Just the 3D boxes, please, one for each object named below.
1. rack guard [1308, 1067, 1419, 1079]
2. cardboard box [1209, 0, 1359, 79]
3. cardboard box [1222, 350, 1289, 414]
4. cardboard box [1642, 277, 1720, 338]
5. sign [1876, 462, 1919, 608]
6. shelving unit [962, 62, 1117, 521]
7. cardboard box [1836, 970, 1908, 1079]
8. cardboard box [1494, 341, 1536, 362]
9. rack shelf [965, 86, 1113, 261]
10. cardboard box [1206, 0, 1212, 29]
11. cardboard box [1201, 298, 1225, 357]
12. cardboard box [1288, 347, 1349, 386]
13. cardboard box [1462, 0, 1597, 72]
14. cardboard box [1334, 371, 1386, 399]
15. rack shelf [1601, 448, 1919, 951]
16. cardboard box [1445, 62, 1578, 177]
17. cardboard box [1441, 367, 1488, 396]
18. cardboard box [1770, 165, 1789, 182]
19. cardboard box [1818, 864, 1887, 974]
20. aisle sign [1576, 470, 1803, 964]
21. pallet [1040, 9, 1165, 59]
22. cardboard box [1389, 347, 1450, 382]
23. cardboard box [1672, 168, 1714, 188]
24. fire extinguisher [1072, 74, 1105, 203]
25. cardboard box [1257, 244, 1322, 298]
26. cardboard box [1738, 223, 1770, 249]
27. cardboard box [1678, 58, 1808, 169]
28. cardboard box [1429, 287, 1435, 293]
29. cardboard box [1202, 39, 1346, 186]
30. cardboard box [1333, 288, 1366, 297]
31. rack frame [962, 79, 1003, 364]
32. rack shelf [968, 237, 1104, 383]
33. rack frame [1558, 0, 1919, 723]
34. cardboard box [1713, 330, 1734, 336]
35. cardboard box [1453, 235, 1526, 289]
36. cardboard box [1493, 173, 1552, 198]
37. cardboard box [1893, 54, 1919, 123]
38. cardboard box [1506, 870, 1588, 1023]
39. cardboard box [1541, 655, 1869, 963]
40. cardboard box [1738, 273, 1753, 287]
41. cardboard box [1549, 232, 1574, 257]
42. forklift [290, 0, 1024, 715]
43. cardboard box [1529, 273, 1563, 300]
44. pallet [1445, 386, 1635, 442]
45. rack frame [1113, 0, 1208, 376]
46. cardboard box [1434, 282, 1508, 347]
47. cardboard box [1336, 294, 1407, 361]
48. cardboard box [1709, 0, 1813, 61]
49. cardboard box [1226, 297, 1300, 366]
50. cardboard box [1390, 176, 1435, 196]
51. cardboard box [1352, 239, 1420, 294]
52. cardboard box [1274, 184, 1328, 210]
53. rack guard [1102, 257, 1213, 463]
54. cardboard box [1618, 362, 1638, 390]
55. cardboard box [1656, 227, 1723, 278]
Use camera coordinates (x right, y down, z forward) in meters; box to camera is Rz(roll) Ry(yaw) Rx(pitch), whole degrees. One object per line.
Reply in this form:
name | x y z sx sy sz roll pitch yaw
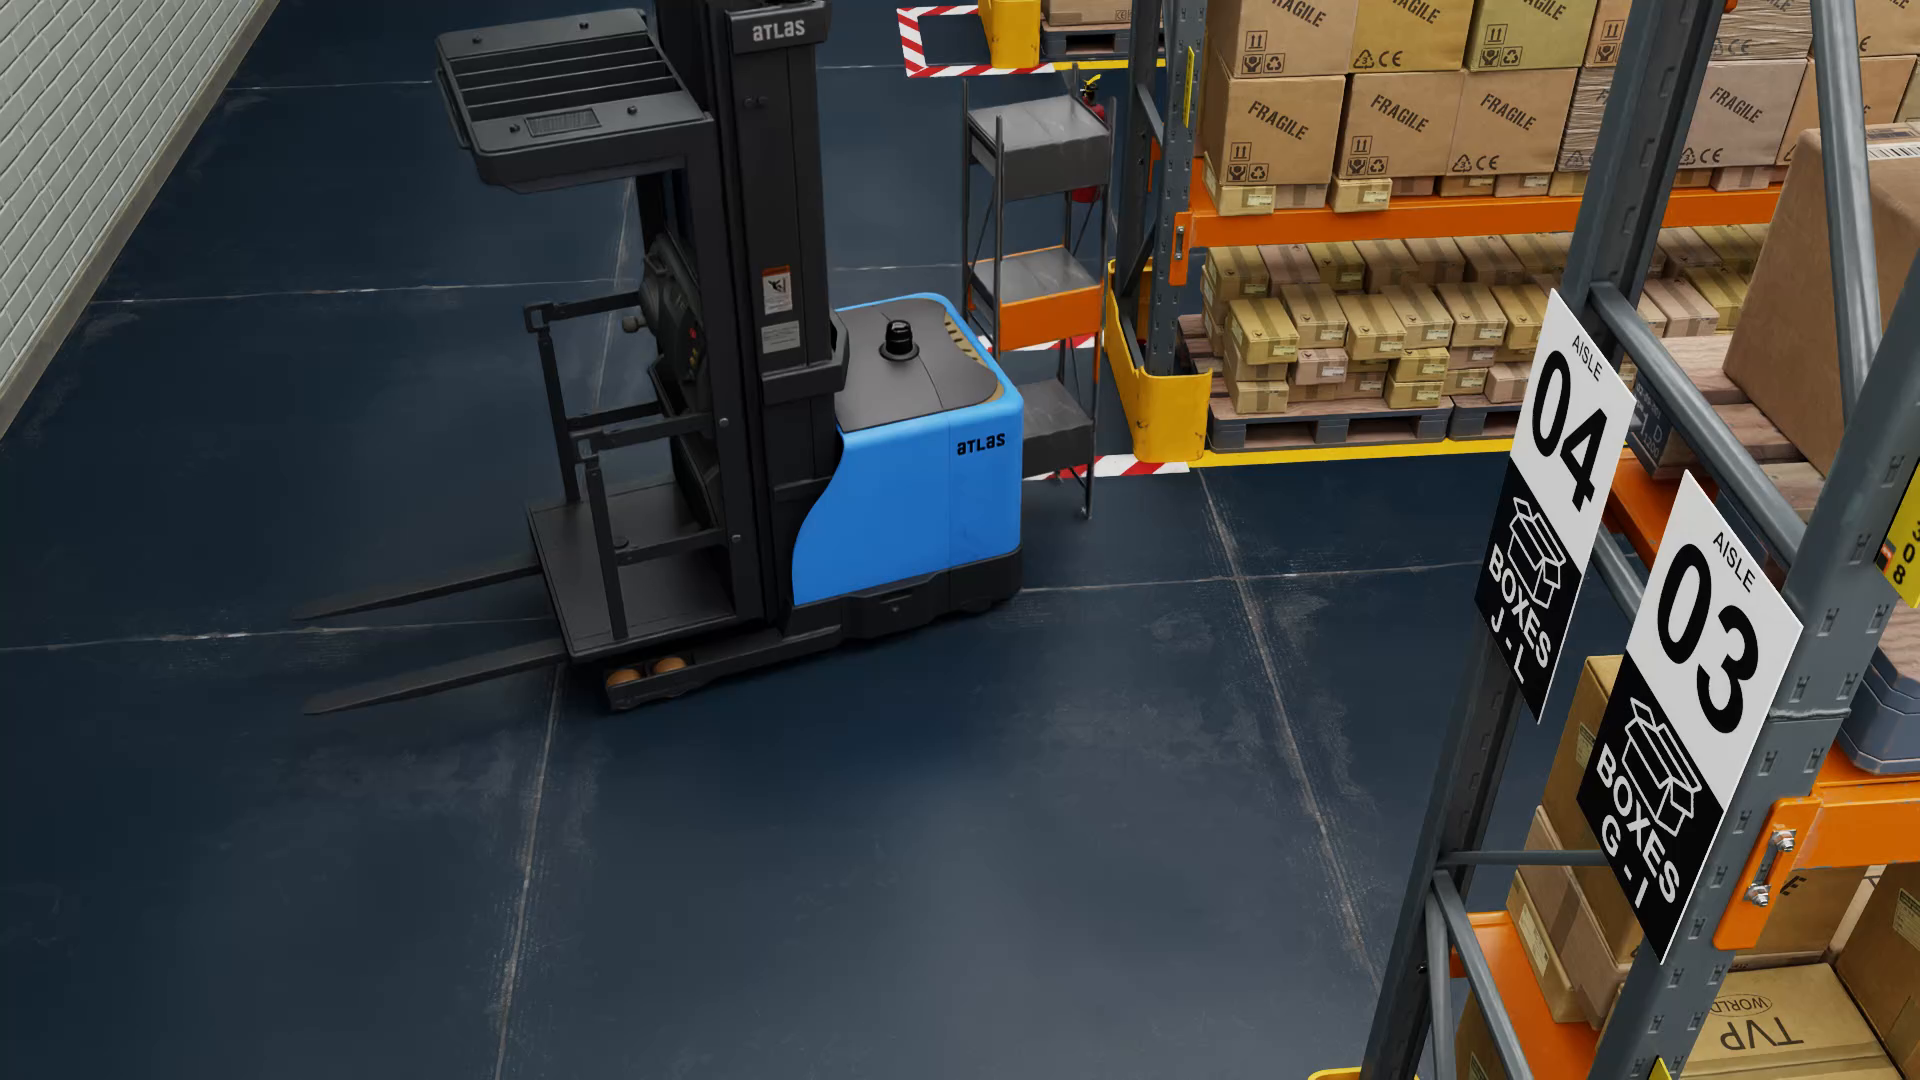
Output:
rack guard | 1.236 2.129 4.648 0.348 0.500 1.175 -3 38 -4
cardboard box | 1.392 -2.329 7.152 0.500 0.500 0.500 -3 38 -4
cardboard box | 1.471 -0.796 8.300 0.250 0.149 0.380 -2 38 -3
cardboard box | 3.549 -1.144 8.260 0.250 0.149 0.380 -5 39 -6
sign | 1.303 -0.063 2.217 0.005 0.325 0.100 -3 38 -4
shelving unit | 0.314 -0.978 7.295 0.503 2.100 0.431 -14 40 -17
cardboard box | 2.279 1.196 3.693 0.500 0.250 0.500 -4 38 -5
cardboard box | 2.767 -1.061 8.396 0.250 0.149 0.380 -1 38 -2
rack shelf | 0.314 -1.517 6.869 0.480 0.518 0.431 -14 40 -17
cardboard box | 1.355 -2.647 7.555 0.500 0.500 0.500 -4 38 -5
cardboard box | 1.427 -1.123 8.714 0.250 0.149 0.380 -3 38 -3
cardboard box | 1.744 -0.932 8.233 0.250 0.149 0.380 -3 38 -4
cardboard box | 2.414 -2.375 7.211 0.500 0.500 0.500 -4 38 -5
cardboard box | 1.972 -0.879 8.405 0.250 0.149 0.380 -3 38 -3
rack shelf | 3.252 0.141 3.308 4.000 0.370 1.077 -3 38 -4
cardboard box | 2.413 -1.994 7.535 0.500 0.500 0.500 -3 38 -3
cardboard box | 2.482 -0.898 8.429 0.250 0.149 0.380 -3 38 -4
cardboard box | 3.860 -1.849 7.875 0.250 0.149 0.380 -4 38 -5
cardboard box | 2.224 0.871 4.106 0.500 0.250 0.500 -4 38 -5
aisle sign | 1.215 0.315 2.831 0.004 0.787 0.394 -3 38 -4
pallet | 1.172 -3.965 12.605 1.213 0.211 1.003 -3 38 -4
cardboard box | 2.245 -0.948 8.252 0.250 0.149 0.380 -2 38 -3
cardboard box | 3.338 -1.808 7.822 0.250 0.149 0.380 -4 38 -5
fire extinguisher | 0.629 -2.014 8.244 0.183 0.674 0.296 -3 38 -4
cardboard box | 1.681 -1.362 8.537 0.250 0.149 0.380 -2 38 -3
cardboard box | 4.264 -1.549 8.773 0.250 0.149 0.380 -1 38 -2
cardboard box | 3.436 -2.040 7.593 0.500 0.500 0.500 -3 38 -4
cardboard box | 2.454 -1.353 8.765 0.250 0.149 0.380 -3 38 -3
cardboard box | 1.393 -1.930 7.453 0.500 0.500 0.500 -1 38 -2
cardboard box | 1.939 -1.317 8.719 0.250 0.149 0.380 -5 39 -6
rack frame | 0.087 -0.923 7.225 0.015 2.100 0.400 -14 40 -17
rack shelf | 0.314 -0.967 7.303 0.480 0.518 0.431 -14 40 -17
rack frame | 1.260 -1.209 2.017 0.127 3.000 1.000 -3 38 -4
cardboard box | 3.828 -1.087 8.428 0.250 0.149 0.380 -3 38 -4
cardboard box | 2.727 -1.425 8.617 0.250 0.149 0.380 -4 38 -6
cardboard box | 2.562 -1.752 7.752 0.250 0.149 0.380 -4 38 -5
cardboard box | 4.449 -2.094 7.662 0.500 0.500 0.500 -3 38 -4
cardboard box | 1.585 1.022 4.236 0.250 0.149 0.380 -2 38 -3
cardboard box | 1.722 0.605 3.837 0.500 0.500 0.500 -3 38 -3
cardboard box | 4.076 -1.181 8.308 0.250 0.149 0.380 -3 38 -4
cardboard box | 3.234 -1.446 8.644 0.250 0.149 0.380 -5 39 -6
forklift | -1.295 -0.825 6.430 3.031 2.935 1.130 -14 40 -17
cardboard box | 3.024 -1.175 8.300 0.250 0.149 0.380 -3 38 -4
pallet | 3.022 -0.917 8.741 1.213 0.211 1.003 -3 38 -4
rack frame | 0.921 -1.919 7.761 0.127 3.000 1.000 -3 38 -4
cardboard box | 2.516 -1.116 8.225 0.250 0.149 0.380 -2 38 -2
cardboard box | 1.999 -1.042 8.131 0.250 0.149 0.380 -3 38 -4
cardboard box | 3.436 -2.444 7.298 0.500 0.500 0.500 -2 38 -3
cardboard box | 1.473 -1.018 8.101 0.250 0.149 0.380 -5 39 -6
cardboard box | 2.042 -1.756 7.757 0.250 0.149 0.380 -1 38 -2
cardboard box | 2.192 -1.430 8.623 0.250 0.149 0.380 -5 39 -6
cardboard box | 1.523 -1.676 7.655 0.250 0.149 0.380 -2 38 -2
rack guard | 0.997 -0.942 8.541 0.348 0.500 1.175 -3 38 -4
cardboard box | 3.248 -0.923 8.461 0.250 0.149 0.380 -2 38 -3
cardboard box | 3.759 -1.476 8.681 0.250 0.149 0.380 -4 38 -5
